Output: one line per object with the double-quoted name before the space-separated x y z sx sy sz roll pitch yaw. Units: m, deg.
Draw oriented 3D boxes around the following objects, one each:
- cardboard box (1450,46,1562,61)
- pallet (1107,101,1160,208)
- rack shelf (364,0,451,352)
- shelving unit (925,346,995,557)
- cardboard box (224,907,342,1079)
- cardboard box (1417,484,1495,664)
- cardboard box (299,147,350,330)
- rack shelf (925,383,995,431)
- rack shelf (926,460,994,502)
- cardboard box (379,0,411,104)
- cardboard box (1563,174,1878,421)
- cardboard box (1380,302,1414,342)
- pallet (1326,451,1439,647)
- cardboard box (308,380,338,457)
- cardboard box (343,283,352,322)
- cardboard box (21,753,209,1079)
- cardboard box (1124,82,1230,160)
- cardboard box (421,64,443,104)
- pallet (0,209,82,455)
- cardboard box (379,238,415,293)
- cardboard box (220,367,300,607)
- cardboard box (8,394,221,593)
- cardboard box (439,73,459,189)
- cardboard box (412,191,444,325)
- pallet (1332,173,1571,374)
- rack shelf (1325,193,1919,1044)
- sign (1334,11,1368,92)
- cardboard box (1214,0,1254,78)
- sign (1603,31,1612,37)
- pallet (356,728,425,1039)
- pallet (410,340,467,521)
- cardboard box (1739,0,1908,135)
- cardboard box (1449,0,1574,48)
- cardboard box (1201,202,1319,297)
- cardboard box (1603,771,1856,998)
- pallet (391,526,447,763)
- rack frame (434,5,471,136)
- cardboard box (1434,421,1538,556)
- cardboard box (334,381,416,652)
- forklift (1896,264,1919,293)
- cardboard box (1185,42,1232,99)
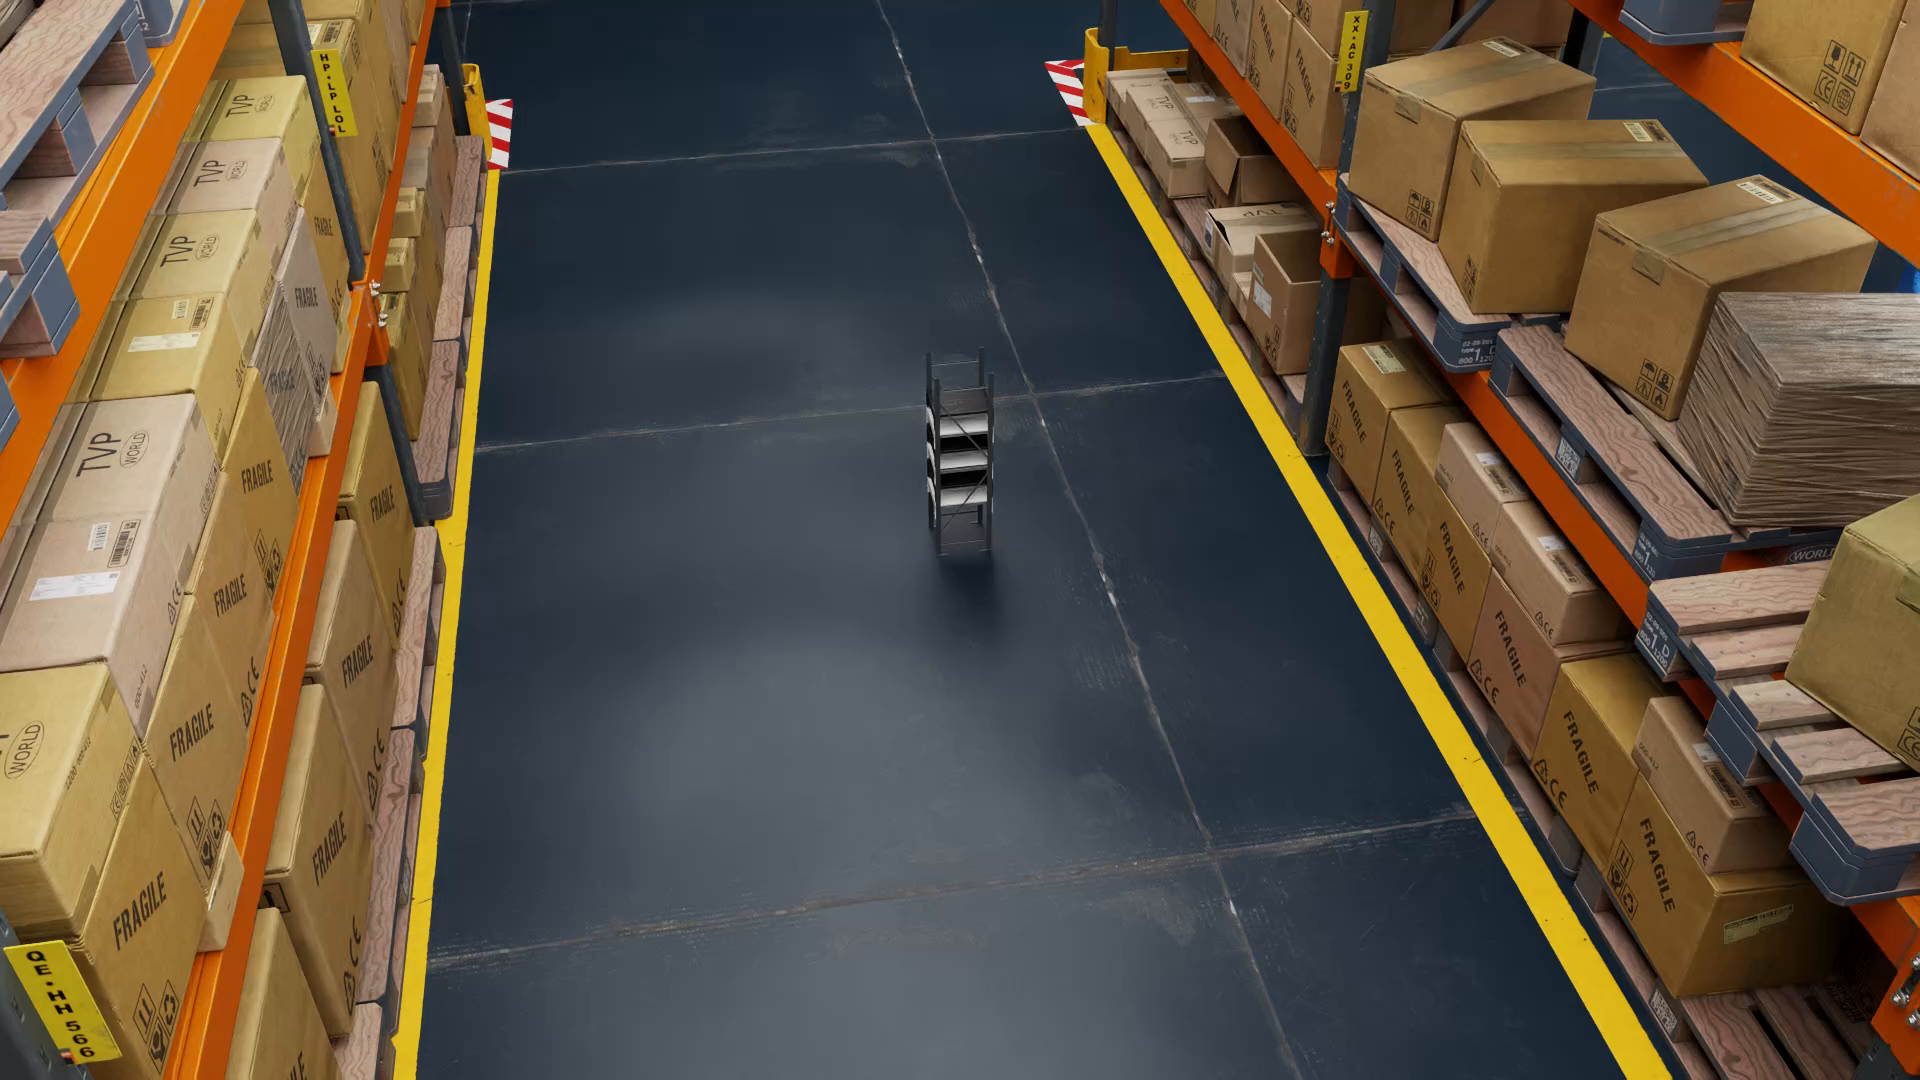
"cardboard box" 2.264 -2.030 7.337 0.500 0.500 0.500 -5 38 -7
"pallet" 1.538 -2.441 10.220 1.003 0.211 1.213 -6 38 -8
"rack shelf" -3.142 -2.043 8.021 1.077 0.370 4.000 -6 38 -8
"shelving unit" -0.001 -0.360 6.980 0.258 0.900 0.210 -6 38 -8
"cardboard box" -2.090 1.522 4.256 0.750 0.750 0.750 -7 38 -9
"cardboard box" 2.115 0.102 6.353 0.500 0.500 0.500 -6 38 -7
"cardboard box" -2.462 -1.032 5.793 0.500 0.500 0.500 -7 38 -9
"rack shelf" -0.001 -0.547 6.835 0.258 0.077 0.200 -6 38 -8
"rack shelf" -0.001 -0.263 7.056 0.258 0.077 0.200 -6 38 -8
"cardboard box" -3.130 -2.446 7.710 0.980 0.700 0.700 -8 39 -10
"cardboard box" 2.456 -0.799 5.409 0.700 0.500 0.500 -16 41 -19
"cardboard box" 2.224 -1.043 7.980 0.500 0.311 0.500 -6 38 -8
"pallet" 2.265 -0.065 7.162 1.003 0.211 1.213 -6 38 -8
"cardboard box" -2.281 -0.389 5.494 0.380 0.149 0.250 -6 38 -8
"cardboard box" -2.453 -0.854 6.092 0.380 0.149 0.250 -6 38 -8
"cardboard box" -1.923 0.812 3.420 0.500 0.500 0.500 -5 38 -7
"cardboard box" 1.287 -2.497 9.901 0.500 0.250 0.500 -6 38 -8
"cardboard box" -3.069 -2.500 9.189 0.380 0.149 0.250 -7 38 -8
"pallet" -2.255 -0.196 2.766 1.213 0.211 1.003 -5 38 -6
"cardboard box" -2.702 -1.243 7.571 0.380 0.149 0.250 -5 38 -6
"cardboard box" -2.191 -0.119 4.618 0.500 0.500 0.500 -5 38 -7
"cardboard box" -2.102 -0.092 3.972 0.500 0.250 0.500 -6 38 -8
"cardboard box" -3.271 -2.301 9.463 0.700 0.500 0.500 -6 38 -8
"cardboard box" -2.994 -1.374 8.269 0.700 0.500 0.500 -5 38 -7
"pallet" 2.118 -1.084 6.356 1.003 0.211 1.213 -6 38 -8
"rack shelf" 2.436 -0.162 5.600 1.077 0.370 4.000 -6 38 -8
"sign" 1.552 -1.933 6.587 0.100 0.325 0.005 -6 38 -8
"cardboard box" 1.561 -2.589 8.056 0.500 0.500 0.500 -5 38 -7
"sign" 2.631 -2.173 6.658 0.100 0.325 0.005 -6 38 -8
"pallet" -2.365 1.179 5.561 1.003 0.211 1.213 -6 38 -8
"pallet" -2.848 -0.485 7.703 1.003 0.211 1.213 -6 38 -8
"cardboard box" 2.496 -1.344 4.008 0.910 0.500 0.500 -6 38 -8
"cardboard box" 2.279 -2.403 7.002 0.500 0.500 0.500 -5 38 -7
"cardboard box" 1.574 -1.532 8.610 0.500 0.311 0.500 -6 38 -8
"cardboard box" 2.391 1.036 5.150 0.500 0.500 0.500 -5 38 -6
"pallet" -2.582 0.440 6.511 1.003 0.211 1.213 -6 38 -8
"rack frame" -3.493 -3.535 9.355 1.000 3.000 0.127 -6 38 -8
"cardboard box" 2.105 -0.214 6.148 0.500 0.250 0.500 -6 38 -8
"cardboard box" -2.549 -0.057 6.288 0.750 0.750 0.750 -6 38 -7
"forklift" 5.390 -1.073 6.242 3.031 2.935 1.130 18 41 22
"cardboard box" 1.722 -2.954 10.287 0.500 0.500 0.500 -6 38 -8
